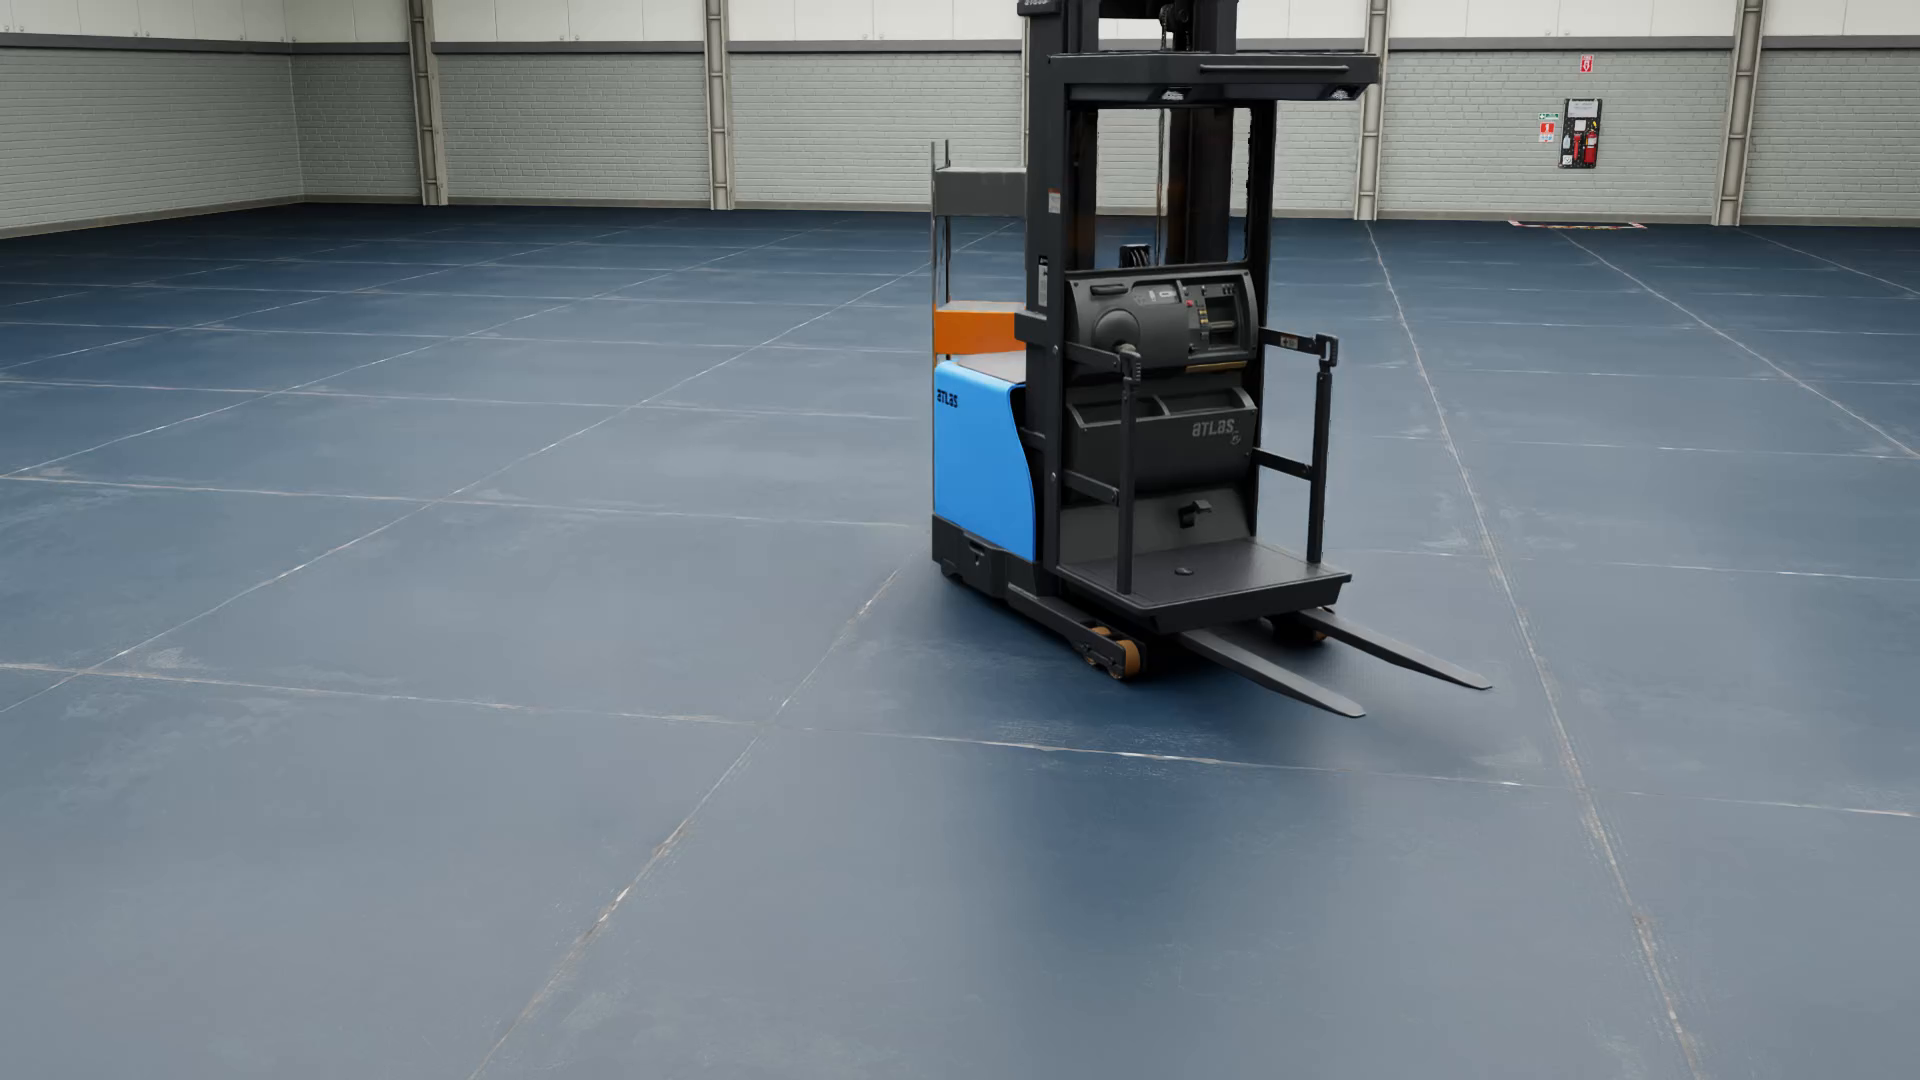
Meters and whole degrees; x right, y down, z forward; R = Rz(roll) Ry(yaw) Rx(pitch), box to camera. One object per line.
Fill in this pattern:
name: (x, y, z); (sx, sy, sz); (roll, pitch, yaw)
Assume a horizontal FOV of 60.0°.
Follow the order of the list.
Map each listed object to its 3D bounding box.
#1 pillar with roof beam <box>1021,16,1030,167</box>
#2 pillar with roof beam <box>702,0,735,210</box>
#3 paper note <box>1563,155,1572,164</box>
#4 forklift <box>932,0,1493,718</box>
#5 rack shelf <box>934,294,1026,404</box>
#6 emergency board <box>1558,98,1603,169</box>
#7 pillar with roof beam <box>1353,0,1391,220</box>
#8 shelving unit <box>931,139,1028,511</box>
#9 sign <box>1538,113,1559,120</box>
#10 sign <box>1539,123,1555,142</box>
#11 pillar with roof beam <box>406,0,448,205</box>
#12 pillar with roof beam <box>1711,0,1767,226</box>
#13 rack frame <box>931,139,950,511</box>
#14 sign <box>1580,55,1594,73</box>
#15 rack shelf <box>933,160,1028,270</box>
pillar with roof beam: (0.475, -9.243, 25.503); (0.400, 9.000, 9.100); (3, 16, 11)
pillar with roof beam: (-5.405, -9.562, 26.655); (0.400, 9.000, 9.100); (3, 16, 11)
paper note: (10.518, -6.584, 28.792); (0.142, 0.148, 0.016); (3, 16, 11)
forklift: (0.989, -0.970, 7.002); (1.130, 2.935, 3.031); (-8, 17, -27)
rack shelf: (0.139, -1.000, 8.719); (0.480, 0.518, 0.431); (3, 16, 10)
emergency board: (10.678, -6.981, 28.575); (0.643, 1.169, 0.194); (3, 16, 11)
pillar with roof beam: (6.355, -8.924, 24.350); (0.400, 9.000, 9.100); (3, 16, 11)
shelving unit: (0.139, -1.013, 8.715); (0.503, 2.100, 0.431); (3, 16, 10)
sign: (10.160, -7.307, 28.694); (0.331, 0.109, 0.001); (3, 16, 11)
sign: (10.157, -7.055, 28.774); (0.234, 0.329, 0.001); (3, 16, 11)
pillar with roof beam: (-11.284, -9.881, 27.807); (0.400, 9.000, 9.100); (3, 16, 11)
pillar with roof beam: (12.234, -8.605, 23.198); (0.400, 9.000, 9.100); (3, 16, 11)
rack frame: (-0.100, -1.025, 8.759); (0.015, 2.100, 0.400); (3, 16, 10)
sign: (10.690, -8.125, 28.361); (0.199, 0.298, 0.001); (3, 16, 11)
rack shelf: (0.139, -1.674, 8.532); (0.480, 0.518, 0.431); (3, 16, 10)
